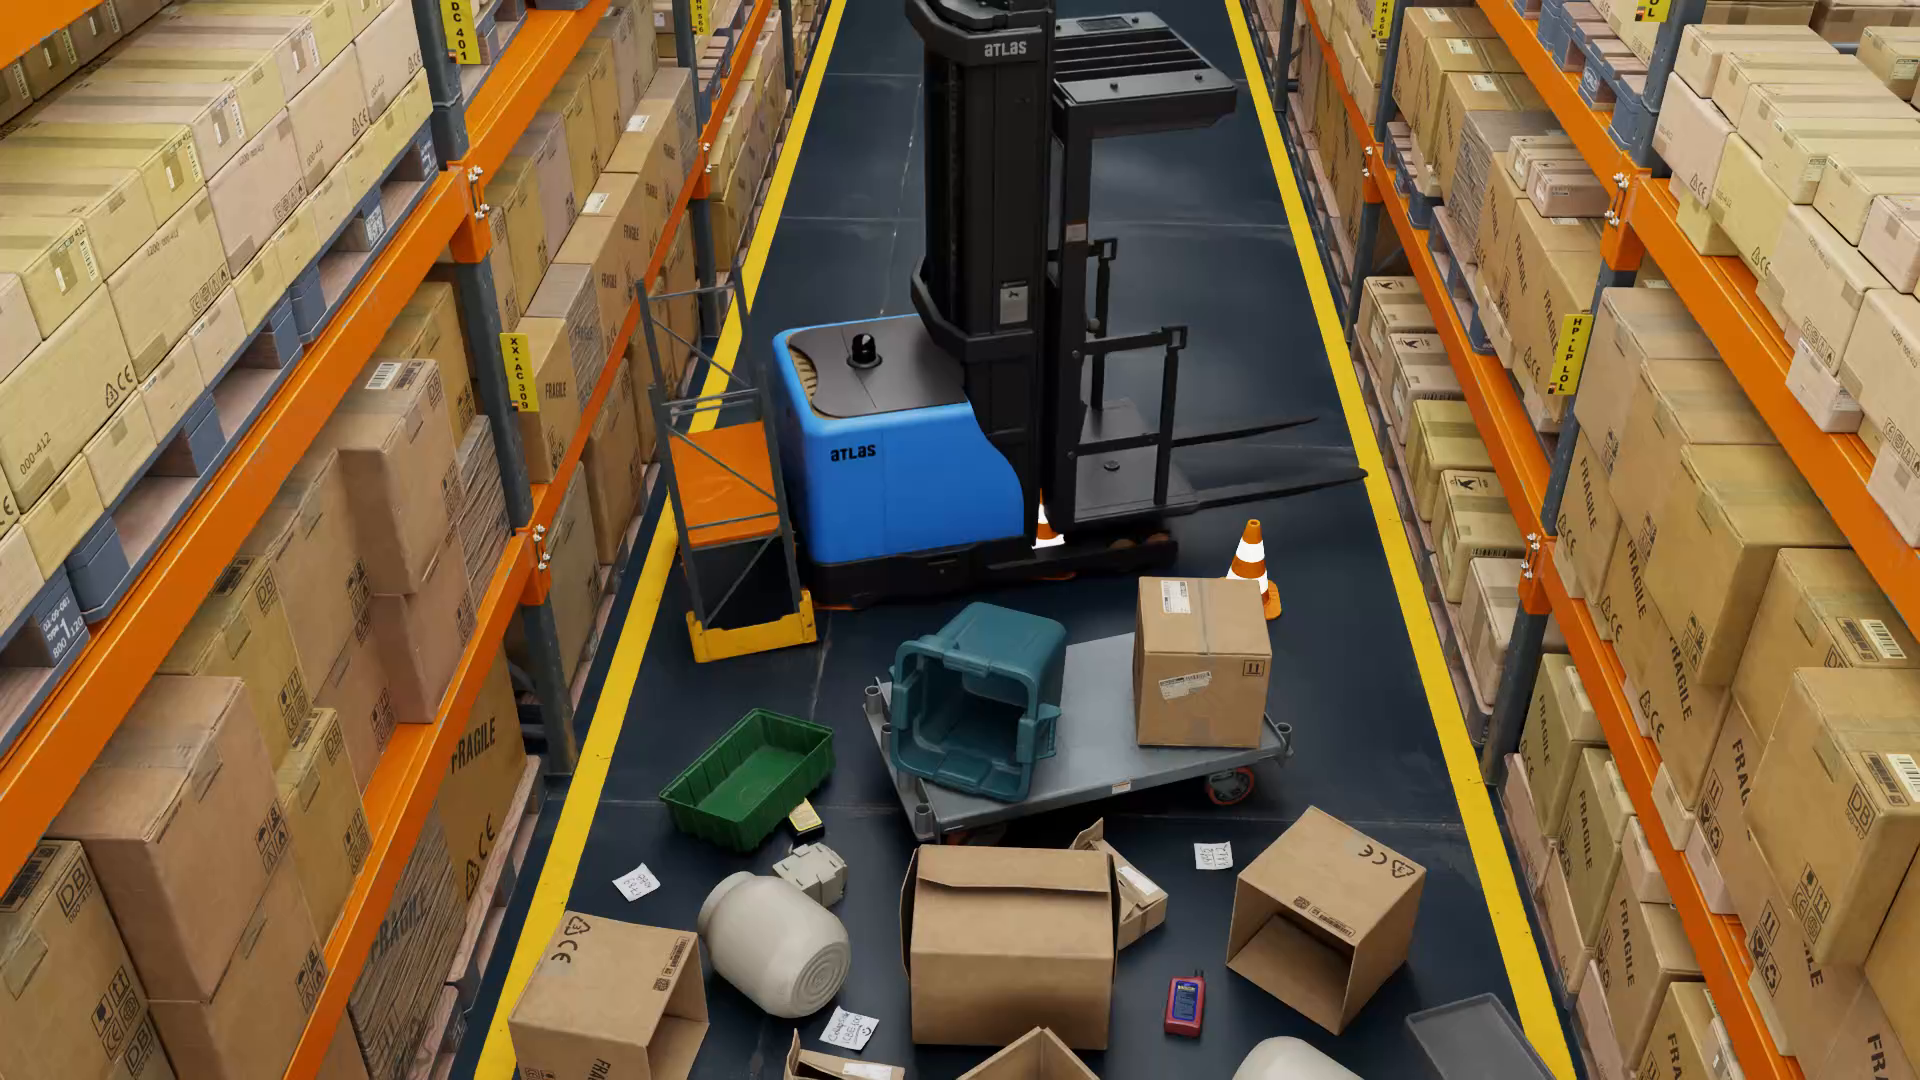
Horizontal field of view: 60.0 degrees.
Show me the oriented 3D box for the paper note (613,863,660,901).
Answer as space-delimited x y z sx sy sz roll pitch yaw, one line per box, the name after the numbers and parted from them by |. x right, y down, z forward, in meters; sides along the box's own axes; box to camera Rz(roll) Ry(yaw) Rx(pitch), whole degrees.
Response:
-1.304 1.379 6.706 0.147 0.020 0.142 -24 42 -30 | paper note

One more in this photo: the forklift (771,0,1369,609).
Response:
0.618 -1.323 8.029 3.031 2.935 1.130 -9 36 -12 | forklift

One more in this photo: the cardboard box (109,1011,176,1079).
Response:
-2.372 1.463 3.874 0.875 0.550 0.550 1 35 2 | cardboard box

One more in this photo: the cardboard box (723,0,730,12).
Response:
-1.750 -3.624 11.097 0.380 0.149 0.250 2 35 3 | cardboard box

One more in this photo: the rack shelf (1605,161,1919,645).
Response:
2.688 0.030 4.061 1.077 0.370 4.000 1 35 2 | rack shelf

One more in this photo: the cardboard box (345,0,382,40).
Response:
-1.888 -1.543 4.747 0.380 0.149 0.250 1 35 2 | cardboard box

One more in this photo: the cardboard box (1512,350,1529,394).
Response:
2.541 -0.708 6.948 0.380 0.149 0.250 0 35 0 | cardboard box

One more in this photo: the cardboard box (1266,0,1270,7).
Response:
3.295 -5.297 15.487 0.875 0.438 0.875 2 35 3 | cardboard box

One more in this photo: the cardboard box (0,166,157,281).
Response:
-1.949 -0.670 3.504 0.380 0.149 0.250 2 35 3 | cardboard box

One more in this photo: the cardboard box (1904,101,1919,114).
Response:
3.020 -1.213 5.076 0.500 0.250 0.500 1 35 1 | cardboard box

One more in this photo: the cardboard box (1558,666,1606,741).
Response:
2.410 0.598 6.046 0.380 0.149 0.250 2 35 3 | cardboard box

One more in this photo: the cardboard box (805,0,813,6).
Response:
-1.510 -4.911 14.930 0.380 0.149 0.250 1 35 2 | cardboard box

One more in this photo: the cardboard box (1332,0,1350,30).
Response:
2.712 -3.501 10.764 0.500 0.250 0.500 0 35 1 | cardboard box

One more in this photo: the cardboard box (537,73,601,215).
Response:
-2.107 -1.854 7.768 0.700 0.500 0.500 1 35 1 | cardboard box

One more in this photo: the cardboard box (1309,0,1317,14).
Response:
2.753 -3.883 11.743 0.500 0.250 0.500 1 35 2 | cardboard box

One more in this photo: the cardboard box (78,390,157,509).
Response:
-1.958 -0.196 3.524 0.380 0.149 0.250 1 35 2 | cardboard box

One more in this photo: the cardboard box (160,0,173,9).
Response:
-2.536 -1.705 4.977 0.380 0.149 0.250 2 35 2 | cardboard box

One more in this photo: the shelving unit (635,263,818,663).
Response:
-1.129 -0.375 7.894 0.587 1.500 1.083 -10 36 -7 | shelving unit

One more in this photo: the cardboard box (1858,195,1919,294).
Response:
2.432 -0.714 4.019 0.380 0.149 0.250 1 35 1 | cardboard box

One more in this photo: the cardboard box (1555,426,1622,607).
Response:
2.472 -0.103 5.887 0.500 0.500 0.500 1 35 2 | cardboard box

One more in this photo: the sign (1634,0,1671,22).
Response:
2.214 -1.797 5.243 0.100 0.325 0.005 1 35 2 | sign

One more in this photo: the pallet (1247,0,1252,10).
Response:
3.296 -5.479 16.308 1.003 0.211 1.213 1 35 2 | pallet

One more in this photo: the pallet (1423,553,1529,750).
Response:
2.798 0.507 7.790 1.003 0.211 1.213 1 35 2 | pallet

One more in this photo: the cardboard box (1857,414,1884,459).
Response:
2.448 -0.250 4.052 0.380 0.149 0.250 2 35 2 | cardboard box

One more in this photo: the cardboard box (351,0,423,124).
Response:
-1.945 -1.454 4.967 0.500 0.250 0.500 1 35 1 | cardboard box

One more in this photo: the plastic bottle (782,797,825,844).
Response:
-0.685 1.153 7.002 0.133 0.061 0.283 -17 38 -22 | plastic bottle

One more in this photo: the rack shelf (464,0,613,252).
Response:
-2.101 -2.325 7.411 1.077 0.370 4.000 1 35 2 | rack shelf

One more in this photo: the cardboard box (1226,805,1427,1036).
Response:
1.366 1.420 6.239 0.500 0.500 0.500 28 44 33 | cardboard box

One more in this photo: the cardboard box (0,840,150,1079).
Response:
-2.359 1.022 3.563 0.875 0.550 0.550 1 35 2 | cardboard box

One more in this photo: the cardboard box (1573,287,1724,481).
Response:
2.534 -0.510 5.598 0.700 0.500 0.500 1 35 1 | cardboard box

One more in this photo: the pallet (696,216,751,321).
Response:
-1.988 -1.849 11.143 1.003 0.211 1.213 1 35 2 | pallet

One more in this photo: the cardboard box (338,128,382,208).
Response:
-1.896 -1.070 4.767 0.380 0.149 0.250 2 35 3 | cardboard box

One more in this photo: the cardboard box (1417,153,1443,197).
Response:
2.597 -1.896 8.638 0.380 0.149 0.250 2 35 2 | cardboard box

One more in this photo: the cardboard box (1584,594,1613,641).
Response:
2.477 0.236 5.969 0.380 0.149 0.250 2 35 3 | cardboard box

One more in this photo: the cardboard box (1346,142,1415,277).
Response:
3.040 -2.182 10.674 0.875 0.875 0.875 1 35 1 | cardboard box

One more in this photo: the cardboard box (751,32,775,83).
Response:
-1.672 -3.566 12.318 0.500 0.250 0.500 3 35 4 | cardboard box

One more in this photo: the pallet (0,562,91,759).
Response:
-2.323 0.438 2.932 1.003 0.211 1.213 1 35 2 | pallet

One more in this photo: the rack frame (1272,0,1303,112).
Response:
3.090 -4.783 12.892 1.000 3.000 0.127 1 35 2 | rack frame

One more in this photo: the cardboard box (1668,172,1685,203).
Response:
2.508 -1.135 5.312 0.380 0.149 0.250 1 35 1 | cardboard box

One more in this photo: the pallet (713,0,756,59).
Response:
-1.982 -3.600 11.377 1.003 0.211 1.213 1 35 2 | pallet

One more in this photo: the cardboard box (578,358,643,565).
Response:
-2.204 -0.407 8.257 1.050 0.750 0.750 1 35 2 | cardboard box

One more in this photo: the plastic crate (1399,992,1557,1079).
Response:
1.886 1.891 5.935 0.402 0.080 0.583 -10 36 -14 | plastic crate

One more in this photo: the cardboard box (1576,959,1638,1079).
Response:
2.446 1.711 5.678 0.500 0.250 0.500 1 35 1 | cardboard box

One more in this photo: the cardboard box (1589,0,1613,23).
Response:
2.672 -2.154 6.308 0.500 0.250 0.500 2 35 2 | cardboard box

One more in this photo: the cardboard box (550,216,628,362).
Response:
-1.849 -1.157 7.646 0.500 0.500 0.500 1 35 2 | cardboard box

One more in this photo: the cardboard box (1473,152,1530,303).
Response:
2.603 -1.373 7.329 0.500 0.500 0.500 2 35 4 | cardboard box

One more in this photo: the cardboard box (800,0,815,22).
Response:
-1.513 -4.792 15.020 0.380 0.149 0.250 0 35 1 | cardboard box

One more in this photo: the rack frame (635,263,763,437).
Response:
-1.234 -0.655 8.294 0.500 1.500 0.032 -10 36 -7 | rack frame

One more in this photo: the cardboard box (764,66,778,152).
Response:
-1.659 -3.262 12.537 0.500 0.500 0.500 1 35 1 | cardboard box
